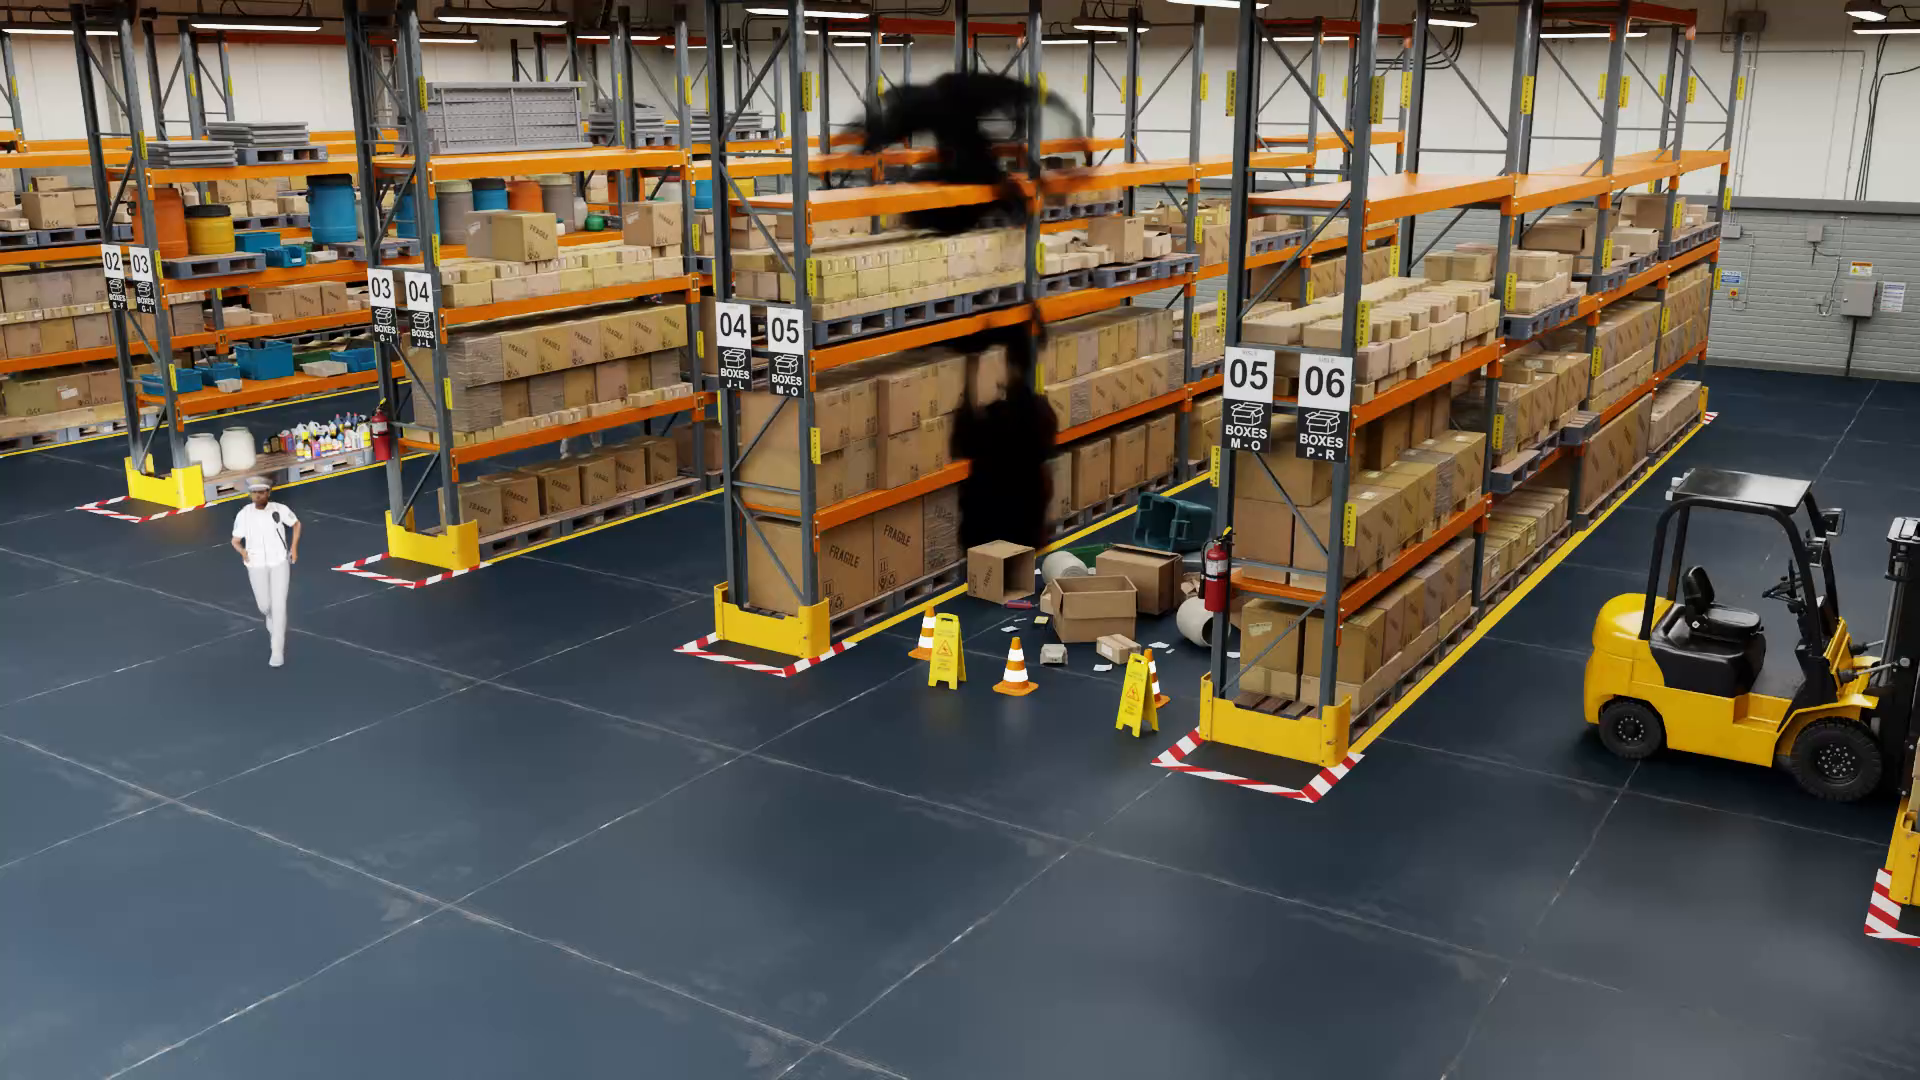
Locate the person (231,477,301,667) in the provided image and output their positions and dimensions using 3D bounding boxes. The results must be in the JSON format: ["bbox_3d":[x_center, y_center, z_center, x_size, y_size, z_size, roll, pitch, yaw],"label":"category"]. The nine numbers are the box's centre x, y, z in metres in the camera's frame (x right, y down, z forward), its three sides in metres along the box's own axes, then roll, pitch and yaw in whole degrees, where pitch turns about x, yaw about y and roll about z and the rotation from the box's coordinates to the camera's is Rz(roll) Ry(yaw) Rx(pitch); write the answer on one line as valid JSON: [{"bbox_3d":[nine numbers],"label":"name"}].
[{"bbox_3d":[-6.350,0.229,15.286,0.592,1.702,0.901,-4,16,-16],"label":"person"}]

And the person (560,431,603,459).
[{"bbox_3d":[-5.302,-1.953,23.048,0.550,1.693,0.904,5,16,18],"label":"person"}]

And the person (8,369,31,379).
[{"bbox_3d":[-14.579,-2.648,25.843,0.534,1.547,0.565,10,18,31],"label":"person"}]
